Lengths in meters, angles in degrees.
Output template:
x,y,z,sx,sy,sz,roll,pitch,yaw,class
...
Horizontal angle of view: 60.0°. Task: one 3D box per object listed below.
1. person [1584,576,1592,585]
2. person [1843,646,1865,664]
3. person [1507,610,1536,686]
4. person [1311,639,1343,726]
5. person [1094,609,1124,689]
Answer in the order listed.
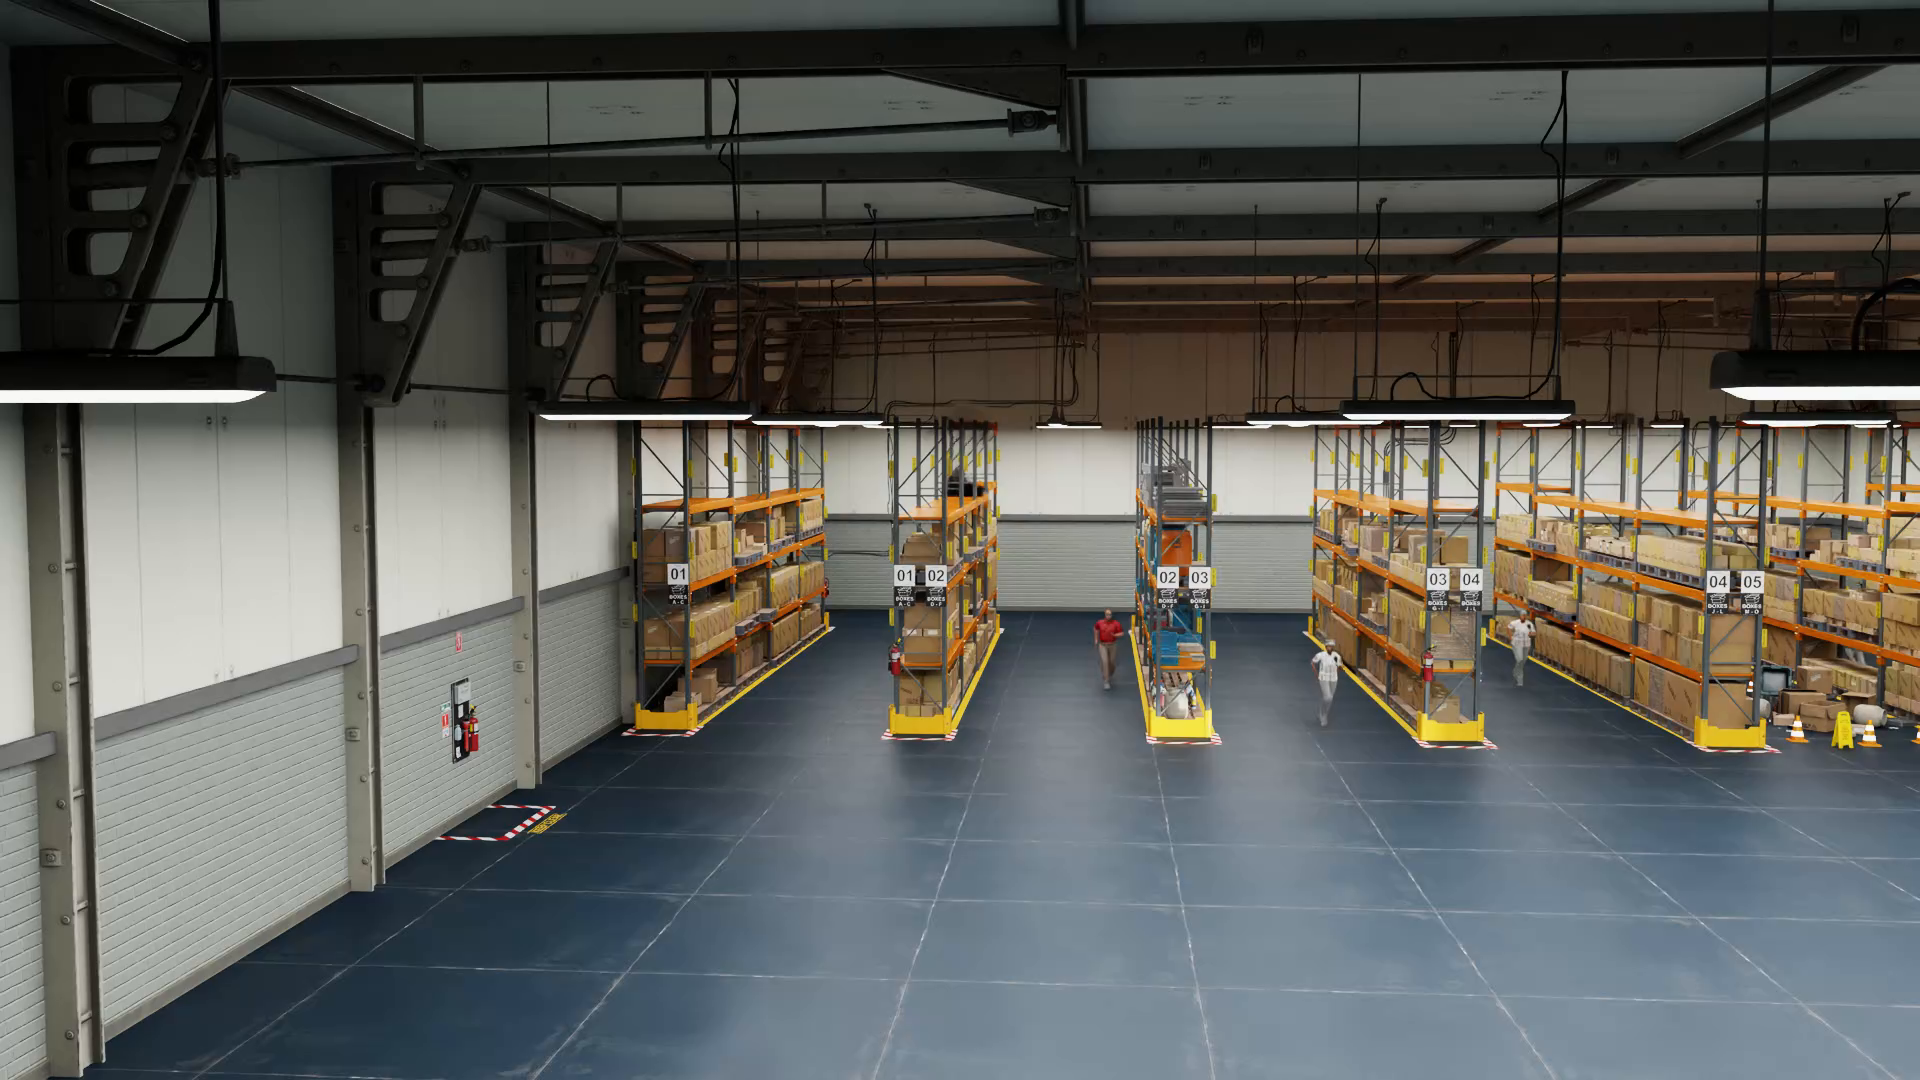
x,y,z,sx,sy,sz,roll,pitch,yaw,class
17.794,1.843,47.090,0.623,1.628,0.565,0,4,-3,person
21.319,2.254,39.610,0.662,1.782,0.644,0,4,2,person
12.766,2.445,37.823,0.560,1.724,0.909,0,4,-4,person
7.186,2.769,32.499,0.559,1.714,0.753,-1,4,-11,person
3.325,2.405,37.201,0.659,1.723,0.990,0,4,4,person
